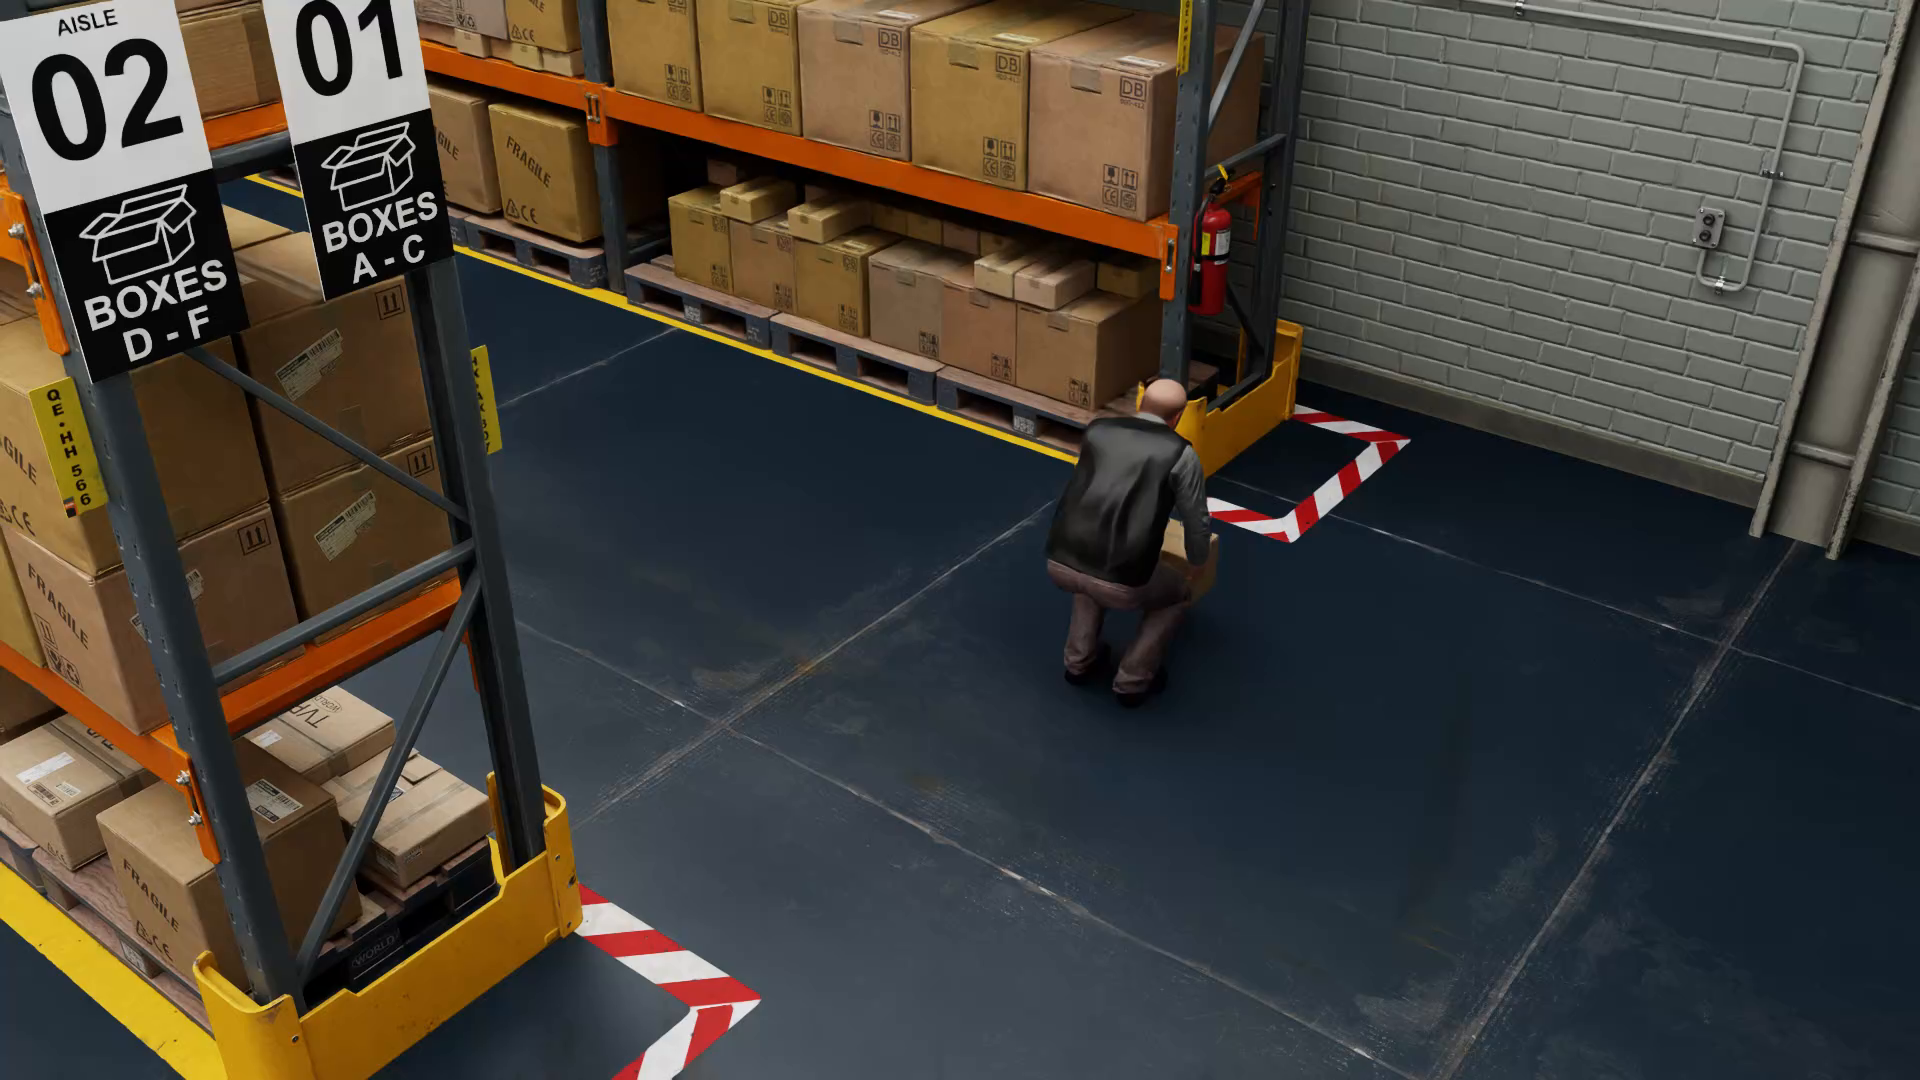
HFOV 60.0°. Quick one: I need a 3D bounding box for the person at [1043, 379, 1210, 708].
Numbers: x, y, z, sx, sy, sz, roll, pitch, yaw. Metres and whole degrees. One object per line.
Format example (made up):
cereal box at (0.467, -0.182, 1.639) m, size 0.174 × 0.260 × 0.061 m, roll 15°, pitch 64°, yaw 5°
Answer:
person at (0.644, 0.016, 6.638) m, size 0.579 × 1.205 × 0.798 m, roll 21°, pitch 37°, yaw 31°
